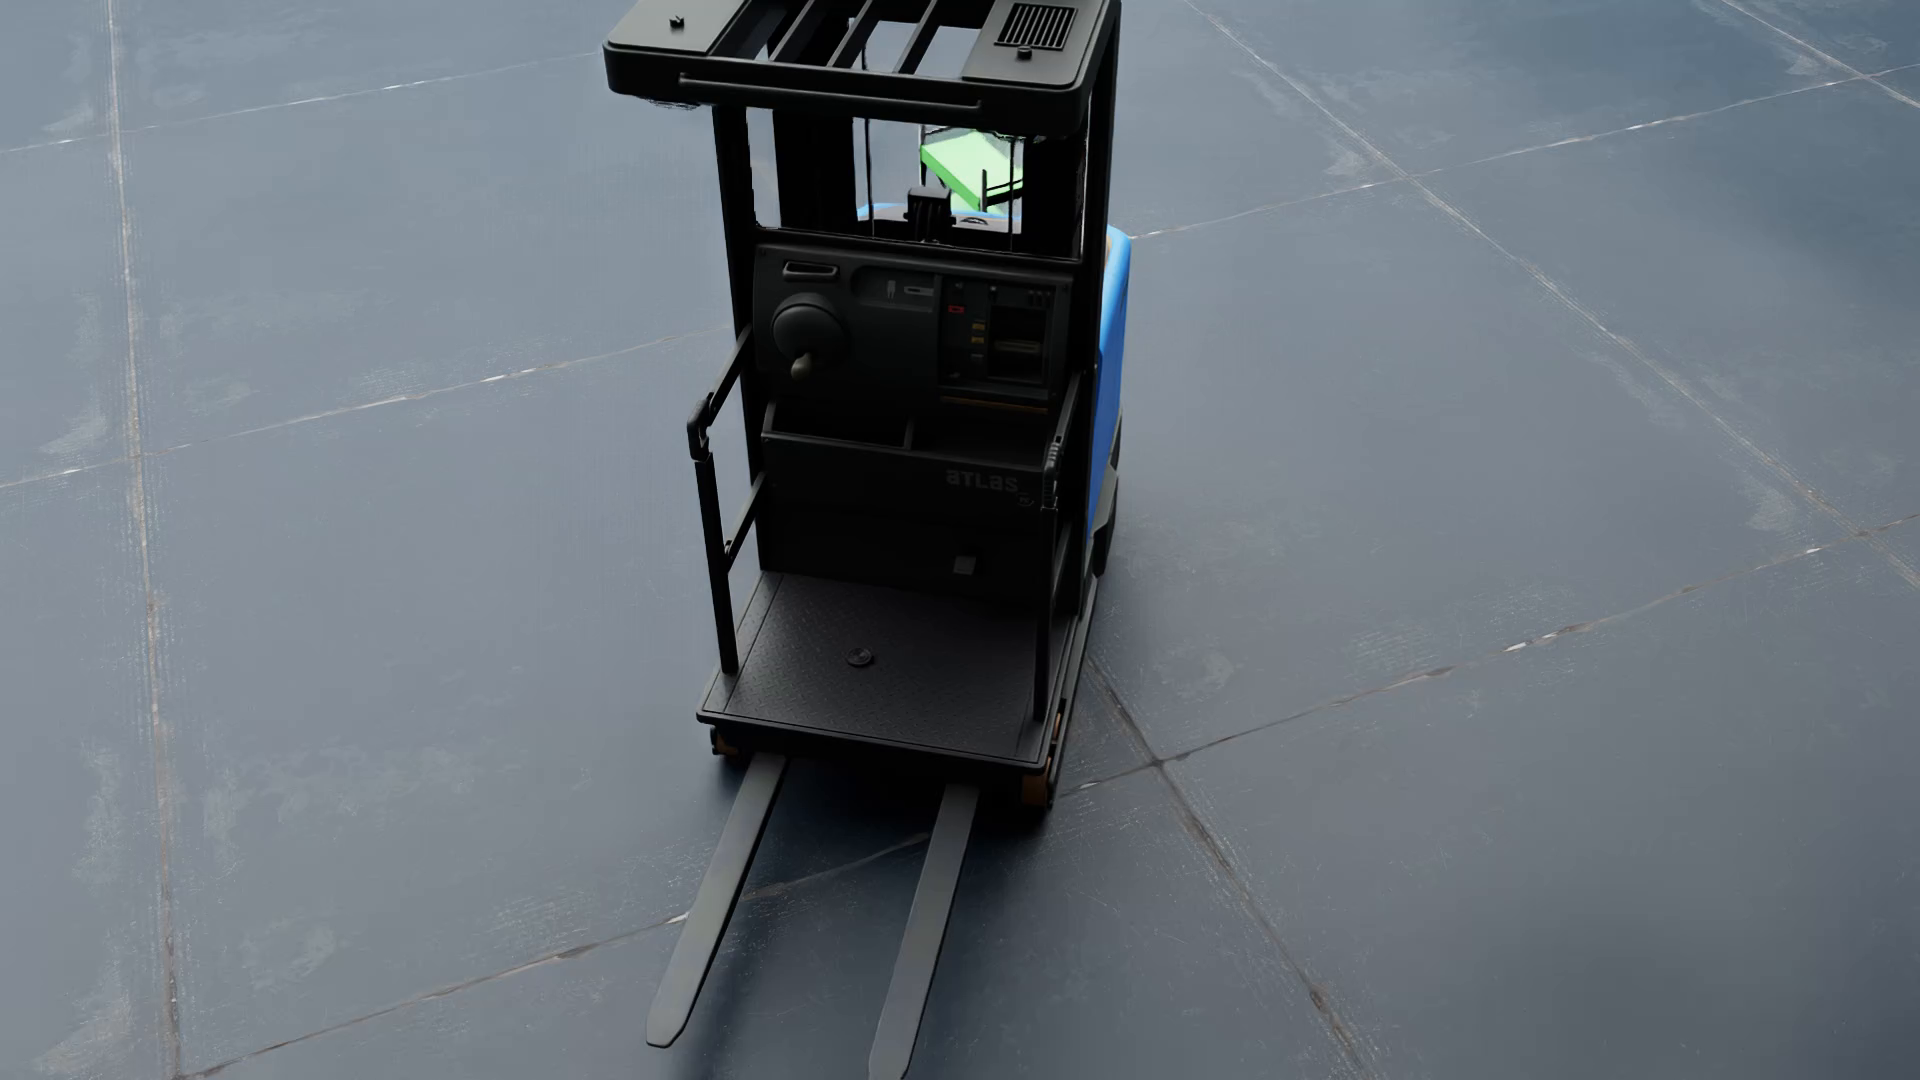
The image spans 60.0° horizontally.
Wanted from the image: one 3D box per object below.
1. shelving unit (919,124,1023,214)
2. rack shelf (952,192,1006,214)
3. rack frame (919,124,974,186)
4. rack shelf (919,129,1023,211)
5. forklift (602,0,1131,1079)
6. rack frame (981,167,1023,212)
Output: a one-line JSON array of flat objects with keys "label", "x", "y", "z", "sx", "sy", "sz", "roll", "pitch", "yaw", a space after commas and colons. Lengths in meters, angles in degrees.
[{"label": "shelving unit", "x": 0.068, "y": -1.048, "z": 6.549, "sx": 0.258, "sy": 1.200, "sz": 0.503, "roll": -19, "pitch": 44, "yaw": -21}, {"label": "rack shelf", "x": 0.068, "y": -1.182, "z": 6.434, "sx": 0.258, "sy": 0.148, "sz": 0.480, "roll": -19, "pitch": 44, "yaw": -21}, {"label": "rack frame", "x": -0.047, "y": -1.188, "z": 6.712, "sx": 0.240, "sy": 1.200, "sz": 0.015, "roll": -19, "pitch": 44, "yaw": -21}, {"label": "rack shelf", "x": 0.068, "y": -1.364, "z": 6.277, "sx": 0.258, "sy": 0.148, "sz": 0.480, "roll": -19, "pitch": 44, "yaw": -21}, {"label": "forklift", "x": -0.186, "y": -0.539, "z": 4.629, "sx": 1.130, "sy": 2.935, "sz": 3.031, "roll": 8, "pitch": 41, "yaw": 9}, {"label": "rack frame", "x": 0.183, "y": -0.908, "z": 6.386, "sx": 0.240, "sy": 1.200, "sz": 0.015, "roll": -19, "pitch": 44, "yaw": -21}]
